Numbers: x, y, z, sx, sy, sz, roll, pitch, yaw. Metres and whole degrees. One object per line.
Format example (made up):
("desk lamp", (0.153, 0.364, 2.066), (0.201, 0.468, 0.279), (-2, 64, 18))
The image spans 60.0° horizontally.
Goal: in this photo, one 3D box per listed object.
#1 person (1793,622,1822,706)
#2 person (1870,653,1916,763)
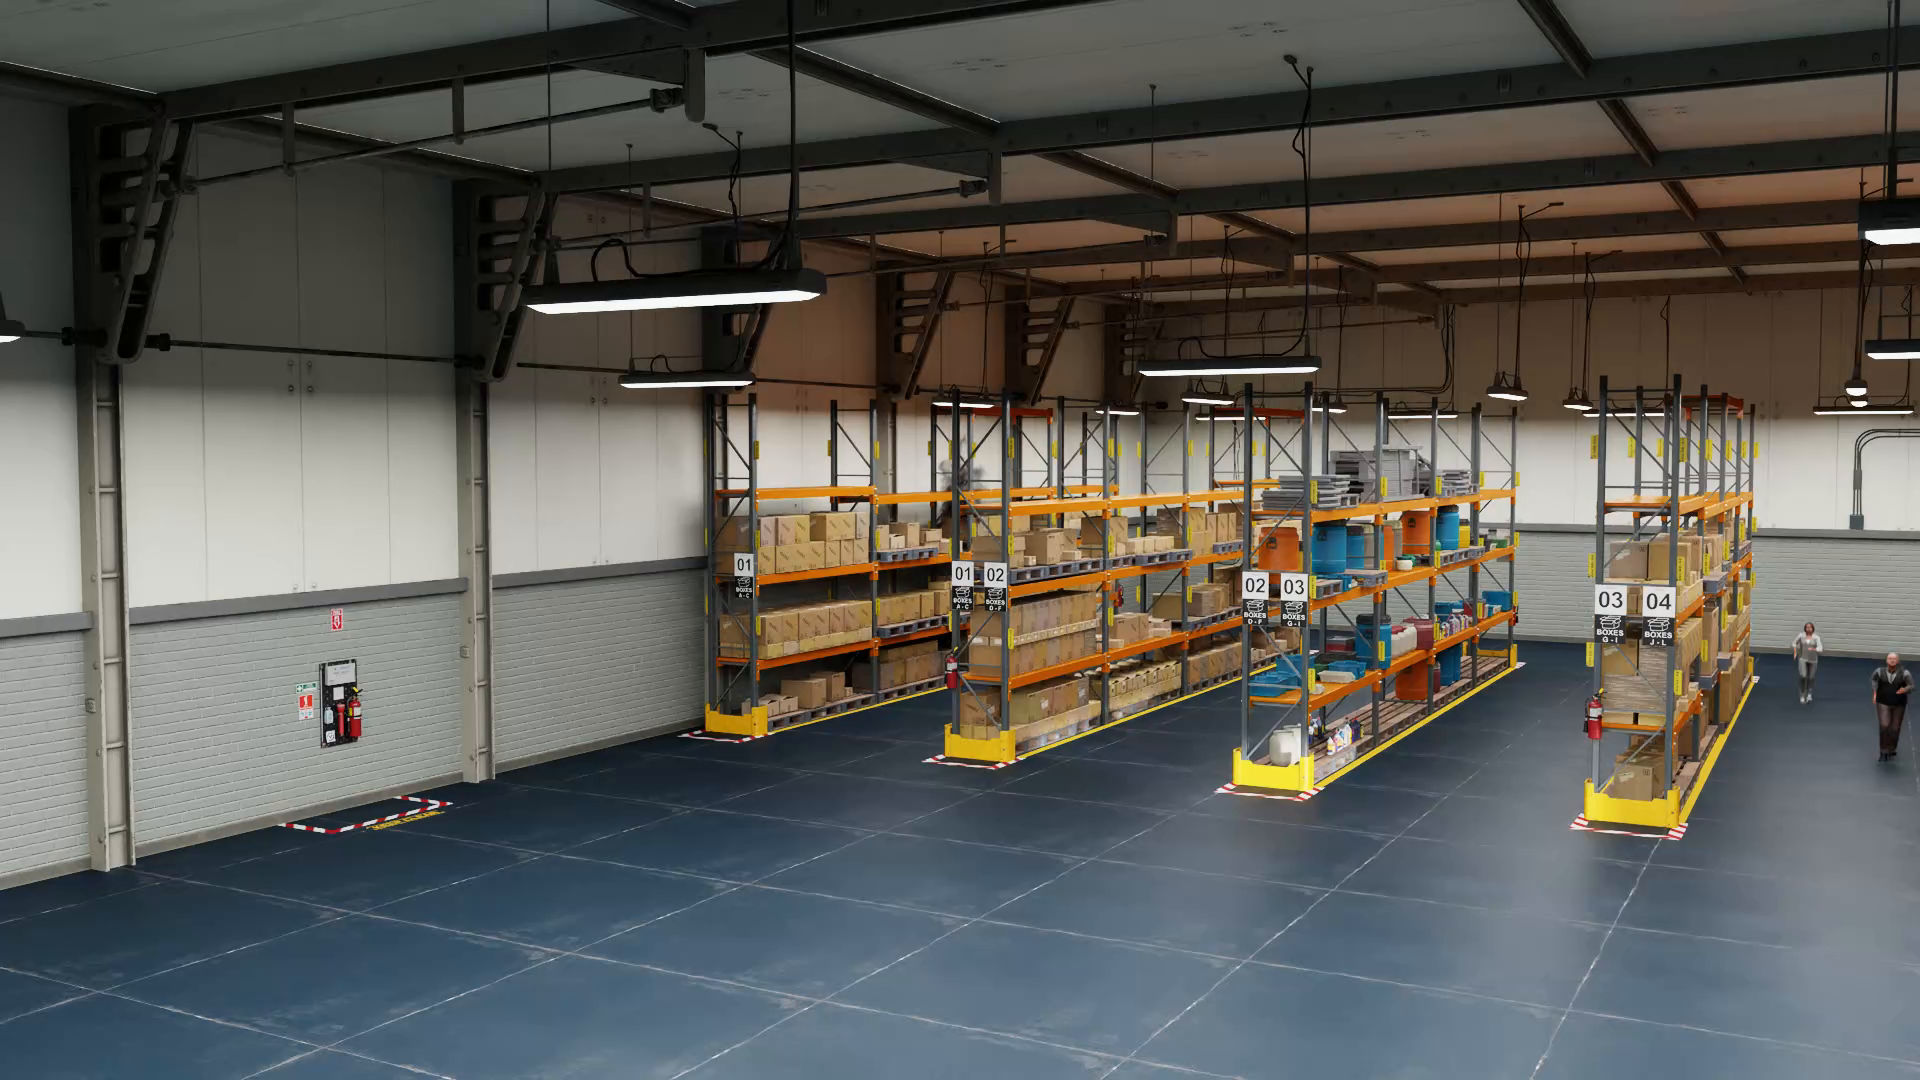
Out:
("person", (16.694, 2.432, 32.762), (0.504, 1.644, 0.711), (1, 3, 22))
("person", (15.031, 2.705, 26.808), (0.642, 1.782, 0.783), (1, 3, 26))
